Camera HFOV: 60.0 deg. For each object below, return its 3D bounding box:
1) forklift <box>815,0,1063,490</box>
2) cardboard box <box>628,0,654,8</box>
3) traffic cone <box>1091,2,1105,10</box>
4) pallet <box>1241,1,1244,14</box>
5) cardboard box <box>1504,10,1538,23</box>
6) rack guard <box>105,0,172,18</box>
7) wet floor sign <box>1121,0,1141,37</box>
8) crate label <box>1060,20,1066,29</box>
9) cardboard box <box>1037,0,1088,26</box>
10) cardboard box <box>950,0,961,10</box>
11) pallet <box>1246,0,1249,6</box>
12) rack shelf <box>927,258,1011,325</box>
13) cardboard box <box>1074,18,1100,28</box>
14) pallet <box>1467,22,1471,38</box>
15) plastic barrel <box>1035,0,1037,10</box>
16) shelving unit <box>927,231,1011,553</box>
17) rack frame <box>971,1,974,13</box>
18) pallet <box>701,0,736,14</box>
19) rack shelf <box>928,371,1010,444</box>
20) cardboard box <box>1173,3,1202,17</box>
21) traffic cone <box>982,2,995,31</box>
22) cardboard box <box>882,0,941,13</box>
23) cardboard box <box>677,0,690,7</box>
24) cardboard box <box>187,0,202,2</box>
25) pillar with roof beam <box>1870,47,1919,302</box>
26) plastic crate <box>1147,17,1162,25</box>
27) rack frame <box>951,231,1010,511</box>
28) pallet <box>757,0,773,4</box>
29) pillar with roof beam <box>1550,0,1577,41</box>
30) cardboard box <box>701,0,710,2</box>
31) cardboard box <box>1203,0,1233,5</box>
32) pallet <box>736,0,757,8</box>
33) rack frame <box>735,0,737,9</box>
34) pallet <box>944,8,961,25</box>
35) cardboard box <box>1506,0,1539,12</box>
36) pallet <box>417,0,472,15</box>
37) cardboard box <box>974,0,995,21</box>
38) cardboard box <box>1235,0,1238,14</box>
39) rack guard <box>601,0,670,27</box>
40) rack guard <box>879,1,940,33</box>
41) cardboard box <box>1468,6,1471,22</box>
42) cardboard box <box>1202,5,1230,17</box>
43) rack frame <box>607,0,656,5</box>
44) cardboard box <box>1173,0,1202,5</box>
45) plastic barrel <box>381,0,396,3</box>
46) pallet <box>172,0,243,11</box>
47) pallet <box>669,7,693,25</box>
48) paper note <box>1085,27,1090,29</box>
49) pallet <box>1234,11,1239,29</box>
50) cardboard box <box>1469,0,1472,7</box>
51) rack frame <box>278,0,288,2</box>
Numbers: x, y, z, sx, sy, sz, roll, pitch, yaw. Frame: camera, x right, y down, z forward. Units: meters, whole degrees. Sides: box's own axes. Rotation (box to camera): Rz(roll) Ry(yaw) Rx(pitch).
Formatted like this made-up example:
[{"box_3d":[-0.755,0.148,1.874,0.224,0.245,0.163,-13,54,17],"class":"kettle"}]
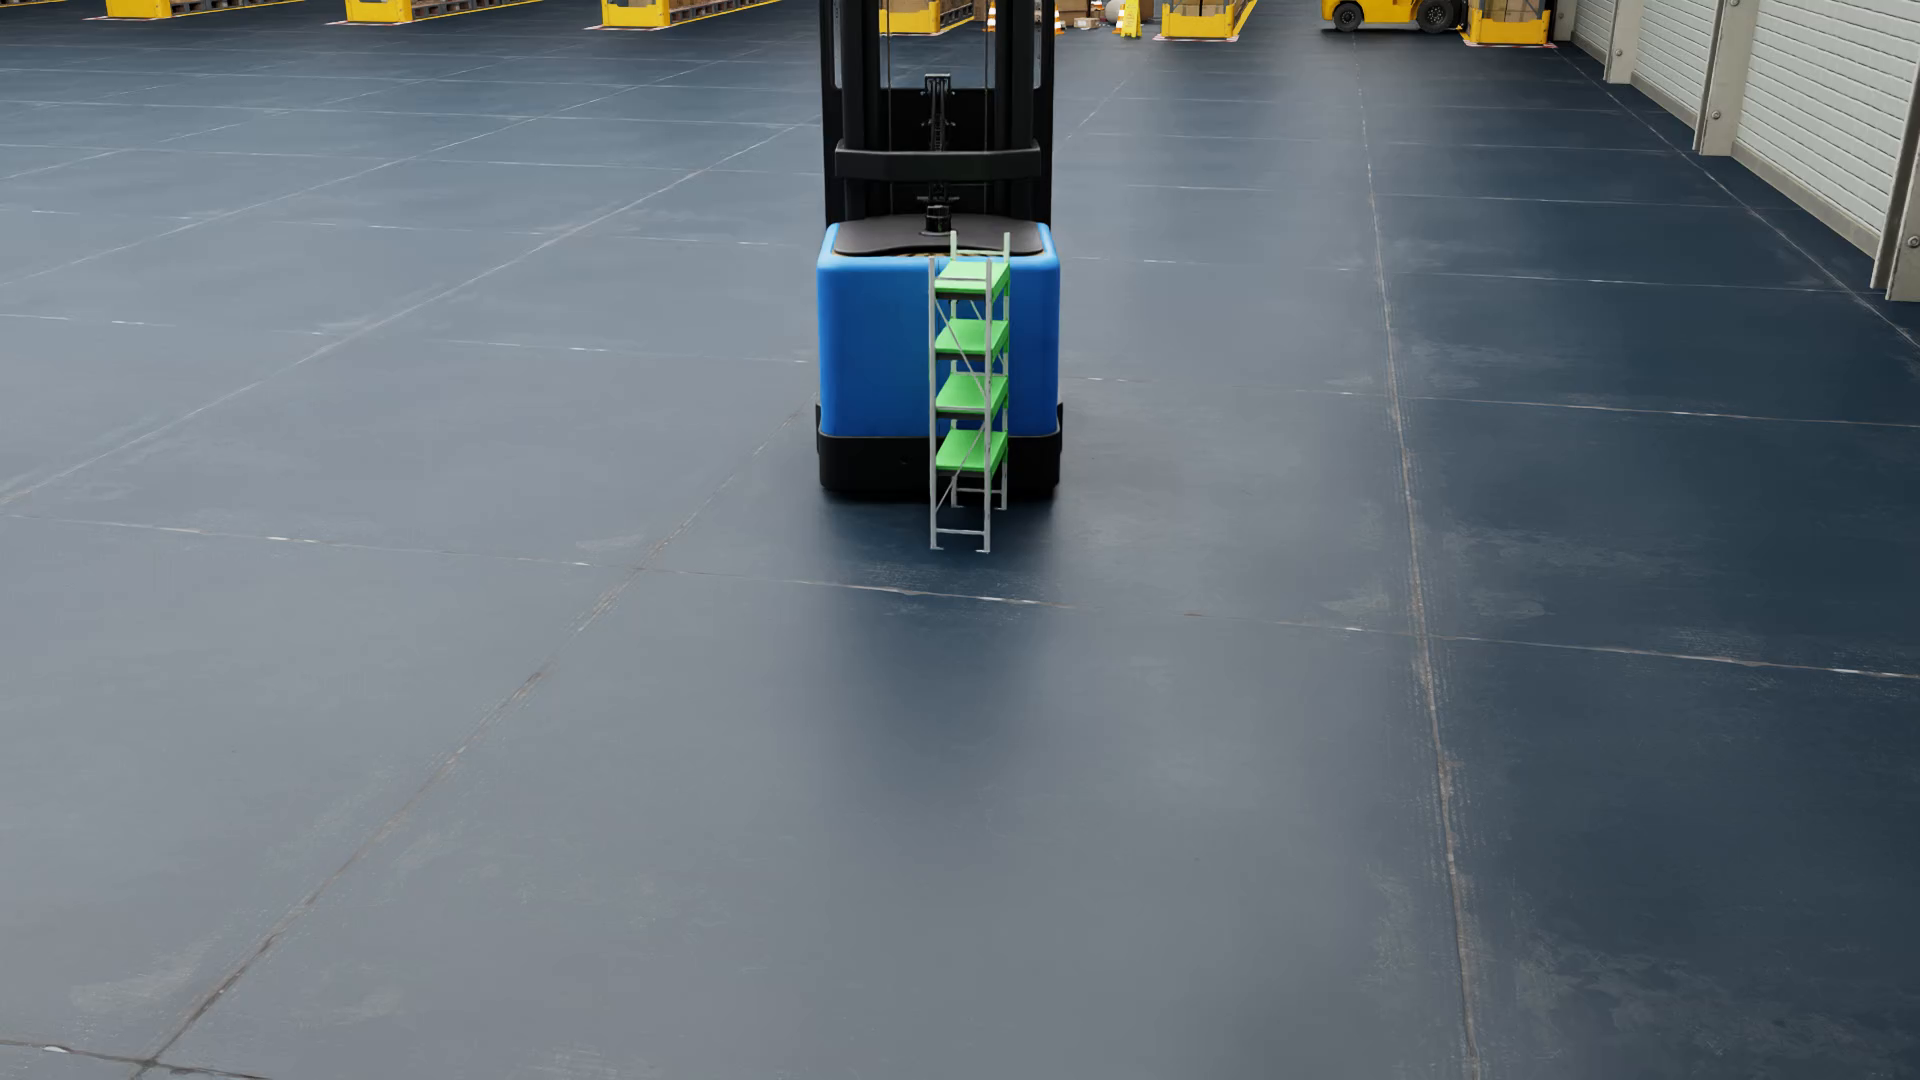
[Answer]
[{"box_3d":[-0.108,-2.077,8.087,1.130,2.935,3.031,0,22,-1],"class":"forklift"},{"box_3d":[-5.624,-9.782,29.911,0.500,0.500,0.500,9,24,21],"class":"cardboard box"},{"box_3d":[2.713,-10.793,33.033,0.336,0.463,0.334,4,22,11],"class":"traffic cone"},{"box_3d":[4.908,-10.219,31.944,1.003,0.211,1.213,4,22,11],"class":"pallet"},{"box_3d":[9.086,-8.471,26.991,0.500,0.250,0.500,5,22,11],"class":"cardboard box"},{"box_3d":[-15.469,-10.108,31.283,1.175,0.500,0.348,4,22,11],"class":"rack guard"},{"box_3d":[2.848,-8.684,27.553,0.267,0.644,0.232,13,25,29],"class":"wet floor sign"},{"box_3d":[1.703,-8.945,28.880,0.250,0.136,0.298,-7,23,-17],"class":"crate label"},{"box_3d":[1.814,-9.442,29.624,0.797,0.503,0.637,-11,25,-26],"class":"cardboard box"},{"box_3d":[-0.493,-10.222,30.502,0.875,0.875,0.875,5,22,11],"class":"cardboard box"},{"box_3d":[5.406,-11.111,34.160,1.003,0.211,1.213,4,22,11],"class":"pallet"},{"box_3d":[0.042,-0.988,6.587,0.258,0.148,0.480,4,22,9],"class":"rack shelf"},{"box_3d":[2.224,-9.075,29.188,0.380,0.149,0.250,18,28,38],"class":"cardboard box"},{"box_3d":[8.909,-8.377,27.370,1.003,0.211,1.213,4,22,11],"class":"pallet"},{"box_3d":[1.154,-9.841,30.722,0.421,0.421,0.512,-16,27,-35],"class":"plastic barrel"},{"box_3d":[0.041,-0.602,6.743,0.258,1.200,0.503,4,22,9],"class":"shelving unit"},{"box_3d":[-0.116,-11.568,31.561,1.000,3.000,0.127,4,22,11],"class":"rack frame"},{"box_3d":[-5.054,-10.441,32.496,1.003,0.211,1.213,4,22,11],"class":"pallet"},{"box_3d":[0.041,-0.543,6.767,0.258,0.148,0.480,4,22,9],"class":"rack shelf"},{"box_3d":[3.840,-9.009,28.325,0.500,0.250,0.500,4,22,11],"class":"cardboard box"},{"box_3d":[0.566,-9.014,28.616,0.336,0.463,0.334,4,22,11],"class":"traffic cone"},{"box_3d":[-0.859,-9.567,28.875,0.875,0.875,0.875,5,22,11],"class":"cardboard box"},{"box_3d":[-5.389,-10.231,31.026,0.500,0.500,0.500,7,23,16],"class":"cardboard box"},{"box_3d":[-15.039,-10.558,32.172,0.500,0.250,0.500,4,22,11],"class":"cardboard box"},{"box_3d":[1.931,-6.101,9.958,9.100,9.000,0.400,4,22,11],"class":"pillar with roof beam"},{"box_3d":[3.627,-9.361,29.991,0.402,0.080,0.583,-3,22,-8],"class":"plastic crate"},{"box_3d":[0.082,-0.692,6.966,0.240,1.200,0.015,4,22,9],"class":"rack frame"},{"box_3d":[-4.547,-11.422,34.931,1.003,0.211,1.213,4,22,11],"class":"pallet"},{"box_3d":[5.604,-12.684,26.303,9.100,9.000,0.400,4,22,11],"class":"pillar with roof beam"},{"box_3d":[-5.181,-10.665,32.103,0.500,0.500,0.500,12,25,28],"class":"cardboard box"},{"box_3d":[4.374,-9.314,28.080,0.500,0.500,0.500,4,22,9],"class":"cardboard box"},{"box_3d":[-4.794,-10.974,33.820,1.003,0.211,1.213,4,22,11],"class":"pallet"},{"box_3d":[-4.951,-11.983,32.591,1.000,3.000,0.127,4,22,11],"class":"rack frame"},{"box_3d":[-0.595,-9.555,30.295,1.003,0.211,1.213,4,22,11],"class":"pallet"},{"box_3d":[9.093,-8.695,26.877,0.500,0.250,0.500,5,22,12],"class":"cardboard box"},{"box_3d":[-10.225,-10.377,32.337,1.003,0.211,1.213,4,22,11],"class":"pallet"},{"box_3d":[0.572,-9.763,30.423,0.500,0.500,0.500,8,23,20],"class":"cardboard box"},{"box_3d":[4.580,-9.344,29.159,0.500,0.250,0.500,6,23,15],"class":"cardboard box"},{"box_3d":[-5.752,-9.388,29.495,1.175,0.500,0.348,4,22,11],"class":"rack guard"},{"box_3d":[-0.937,-8.937,28.374,1.175,0.500,0.348,4,22,11],"class":"rack guard"},{"box_3d":[8.691,-8.684,27.519,0.500,0.250,0.500,4,22,11],"class":"cardboard box"},{"box_3d":[4.369,-8.958,28.199,0.500,0.250,0.500,4,22,10],"class":"cardboard box"},{"box_3d":[-5.767,-10.520,28.959,1.000,3.000,0.127,4,22,11],"class":"rack frame"},{"box_3d":[3.842,-9.345,28.155,0.500,0.500,0.500,5,22,11],"class":"cardboard box"},{"box_3d":[-10.557,-10.185,30.895,0.421,0.512,0.421,0,22,0],"class":"plastic barrel"},{"box_3d":[-15.098,-10.711,33.165,1.003,0.211,1.213,4,22,11],"class":"pallet"},{"box_3d":[-5.552,-9.549,30.280,1.003,0.211,1.213,4,22,11],"class":"pallet"},{"box_3d":[2.178,-8.885,28.873,0.148,0.019,0.142,-3,22,-8],"class":"paper note"},{"box_3d":[4.401,-9.238,29.509,1.003,0.211,1.213,4,22,11],"class":"pallet"},{"box_3d":[8.700,-8.923,27.444,0.500,0.250,0.500,4,22,10],"class":"cardboard box"},{"box_3d":[-14.648,-12.739,34.470,1.000,3.000,0.127,4,22,11],"class":"rack frame"}]
